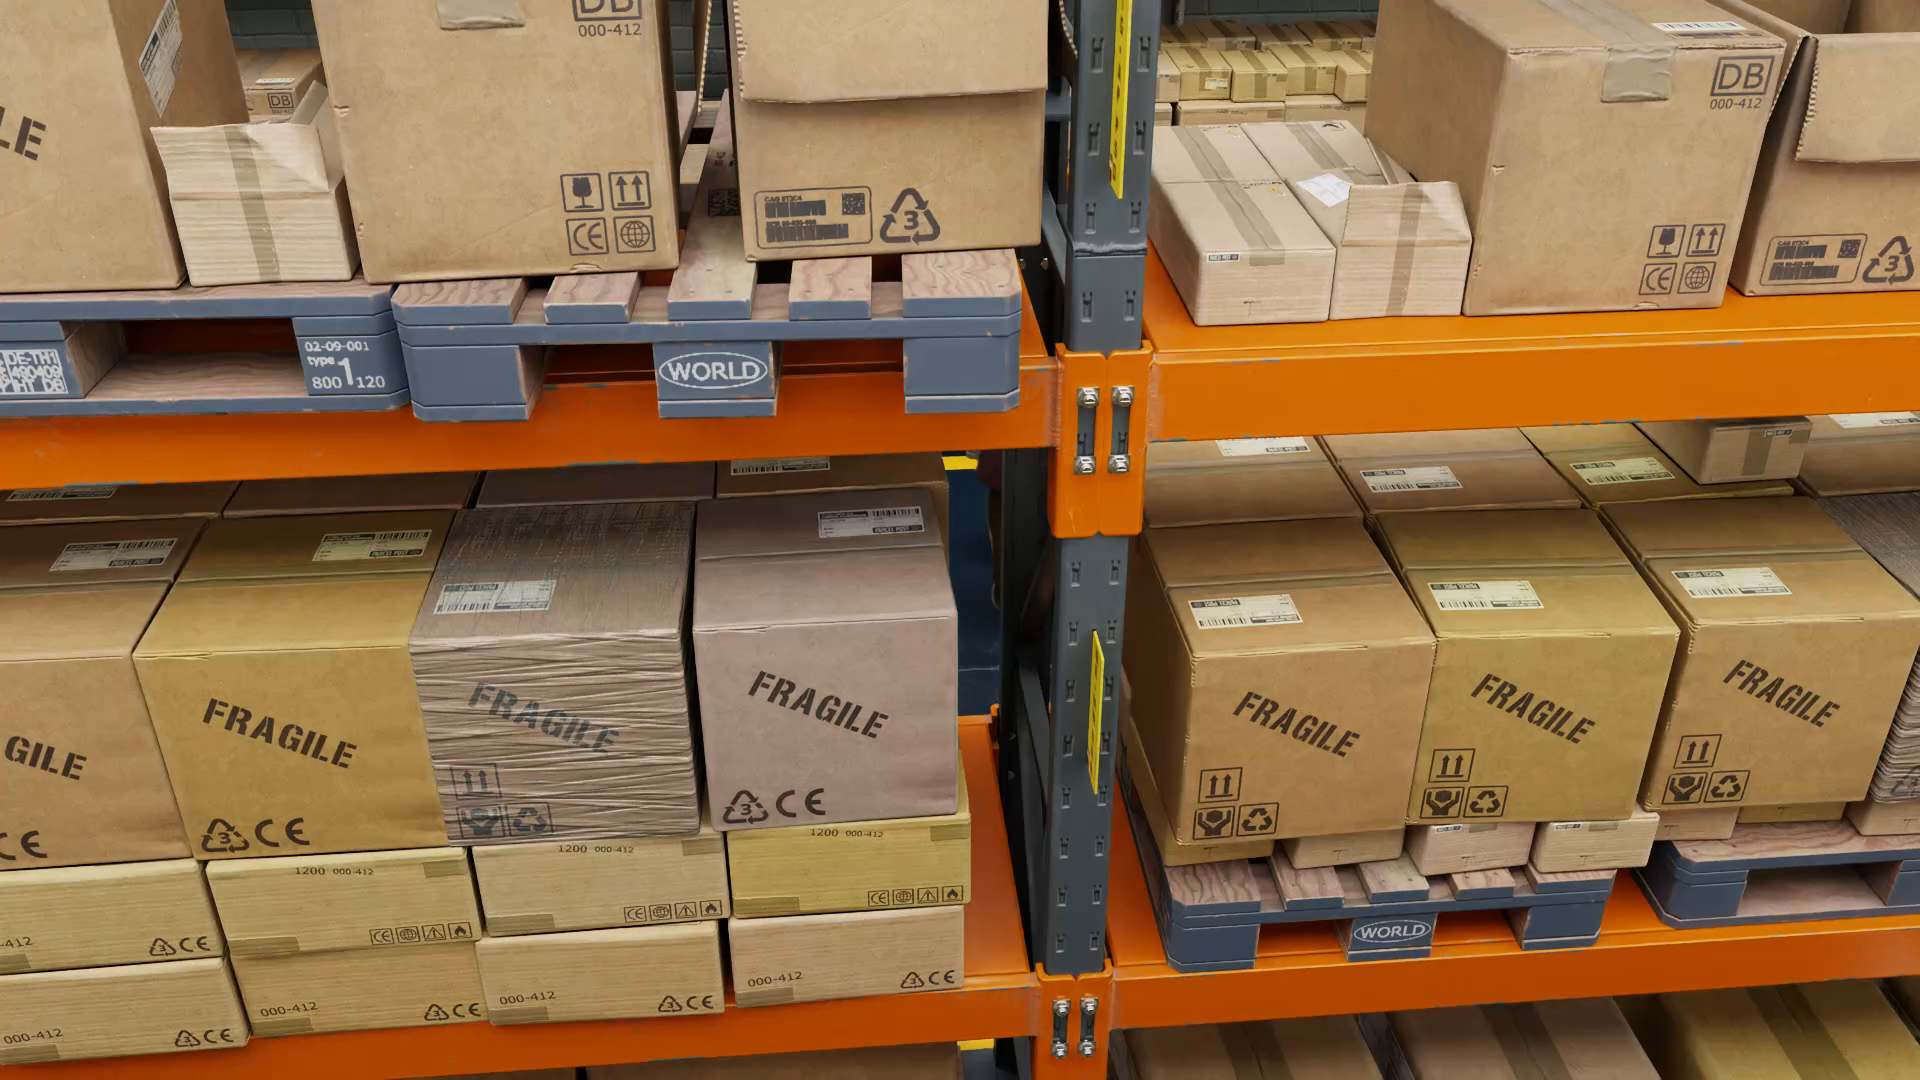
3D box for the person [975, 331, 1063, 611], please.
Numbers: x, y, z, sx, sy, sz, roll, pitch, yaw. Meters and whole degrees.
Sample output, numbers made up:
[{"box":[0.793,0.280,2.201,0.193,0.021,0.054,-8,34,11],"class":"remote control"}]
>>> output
[{"box":[0.306,-0.454,6.936,0.572,1.761,0.381,-2,31,-3],"class":"person"}]
